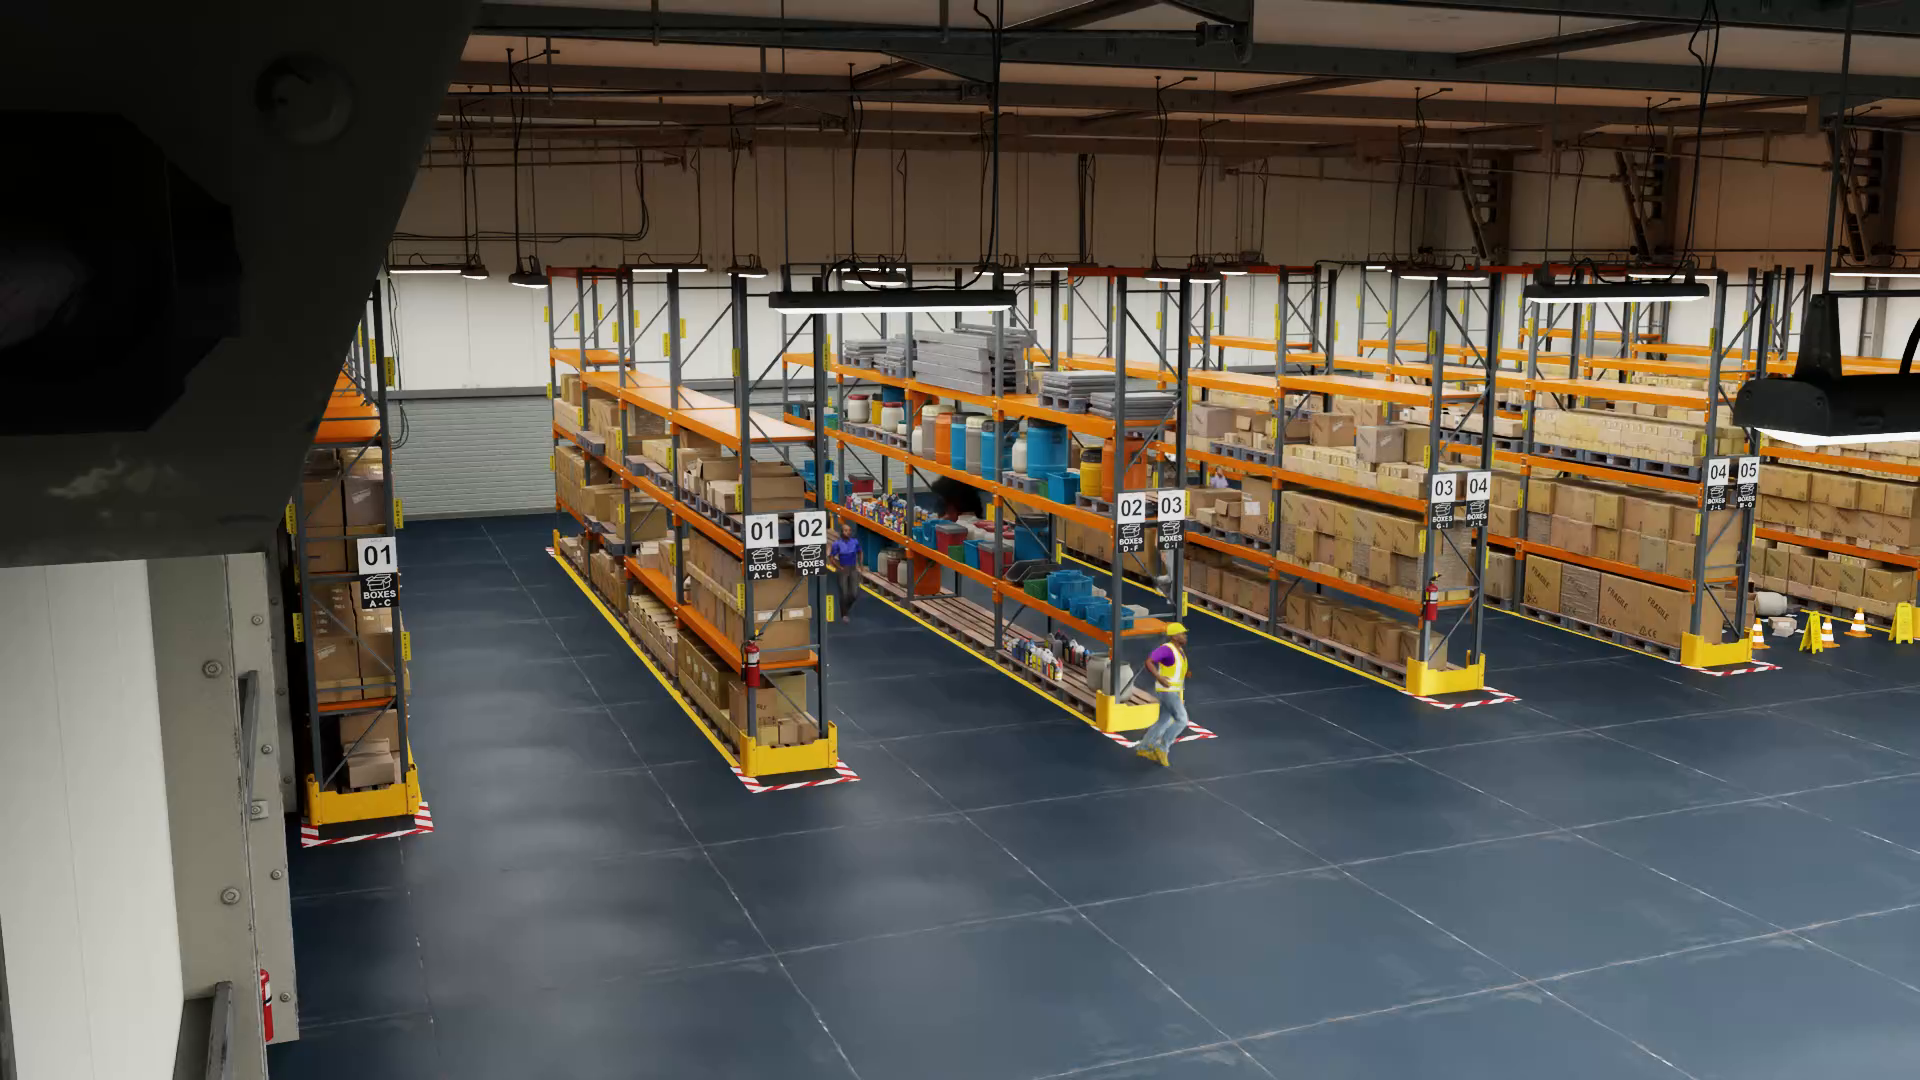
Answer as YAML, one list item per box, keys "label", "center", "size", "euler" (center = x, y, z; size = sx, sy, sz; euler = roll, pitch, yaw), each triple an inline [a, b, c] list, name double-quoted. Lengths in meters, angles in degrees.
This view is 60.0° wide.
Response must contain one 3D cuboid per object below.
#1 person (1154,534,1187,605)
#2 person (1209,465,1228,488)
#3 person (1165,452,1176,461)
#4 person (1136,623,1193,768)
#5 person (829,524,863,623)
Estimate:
- label: "person"
  center: [3.636, 0.306, 28.531]
  size: [0.578, 1.620, 0.560]
  euler: [-5, 11, -25]
- label: "person"
  center: [5.654, -0.802, 36.399]
  size: [0.598, 1.672, 0.874]
  euler: [-5, 11, -26]
- label: "person"
  center: [5.099, -1.633, 41.076]
  size: [0.570, 1.741, 0.718]
  euler: [-8, 13, -39]
- label: "person"
  center: [2.584, 1.911, 20.796]
  size: [0.657, 1.768, 0.743]
  euler: [3, 10, 19]
- label: "person"
  center: [-1.832, 0.553, 27.221]
  size: [0.608, 1.609, 0.537]
  euler: [-4, 11, -24]
